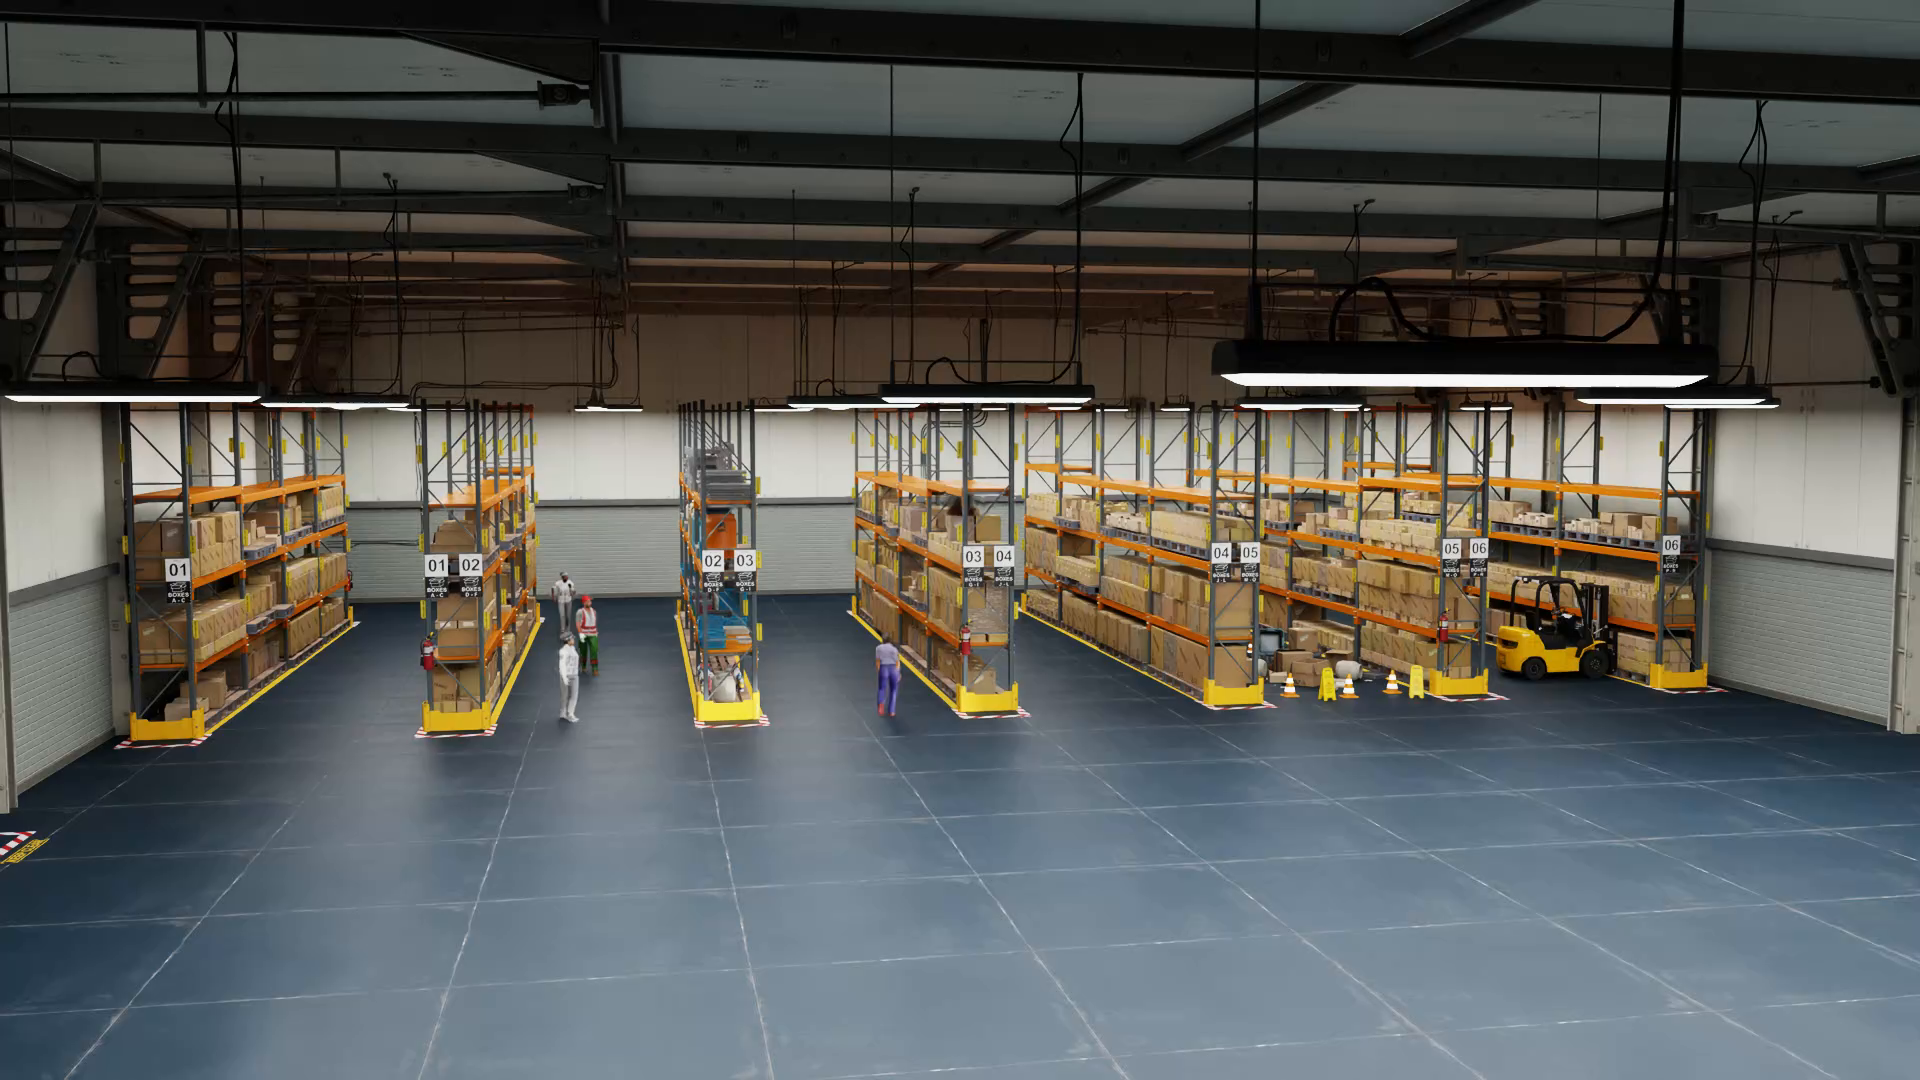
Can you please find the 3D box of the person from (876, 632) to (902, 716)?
[{"bbox_3d":[-1.356,2.569,31.388,0.490,1.550,0.563,1,4,8],"label":"person"}]

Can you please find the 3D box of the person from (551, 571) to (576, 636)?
[{"bbox_3d":[-10.275,1.611,43.095,0.630,1.644,0.992,-1,4,-10],"label":"person"}]

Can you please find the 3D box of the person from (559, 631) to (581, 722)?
[{"bbox_3d":[-7.342,2.550,31.162,0.602,1.697,0.527,4,6,43],"label":"person"}]

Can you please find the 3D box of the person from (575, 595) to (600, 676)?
[{"bbox_3d":[-8.132,2.081,36.321,0.511,1.727,1.019,-2,5,-20],"label":"person"}]
